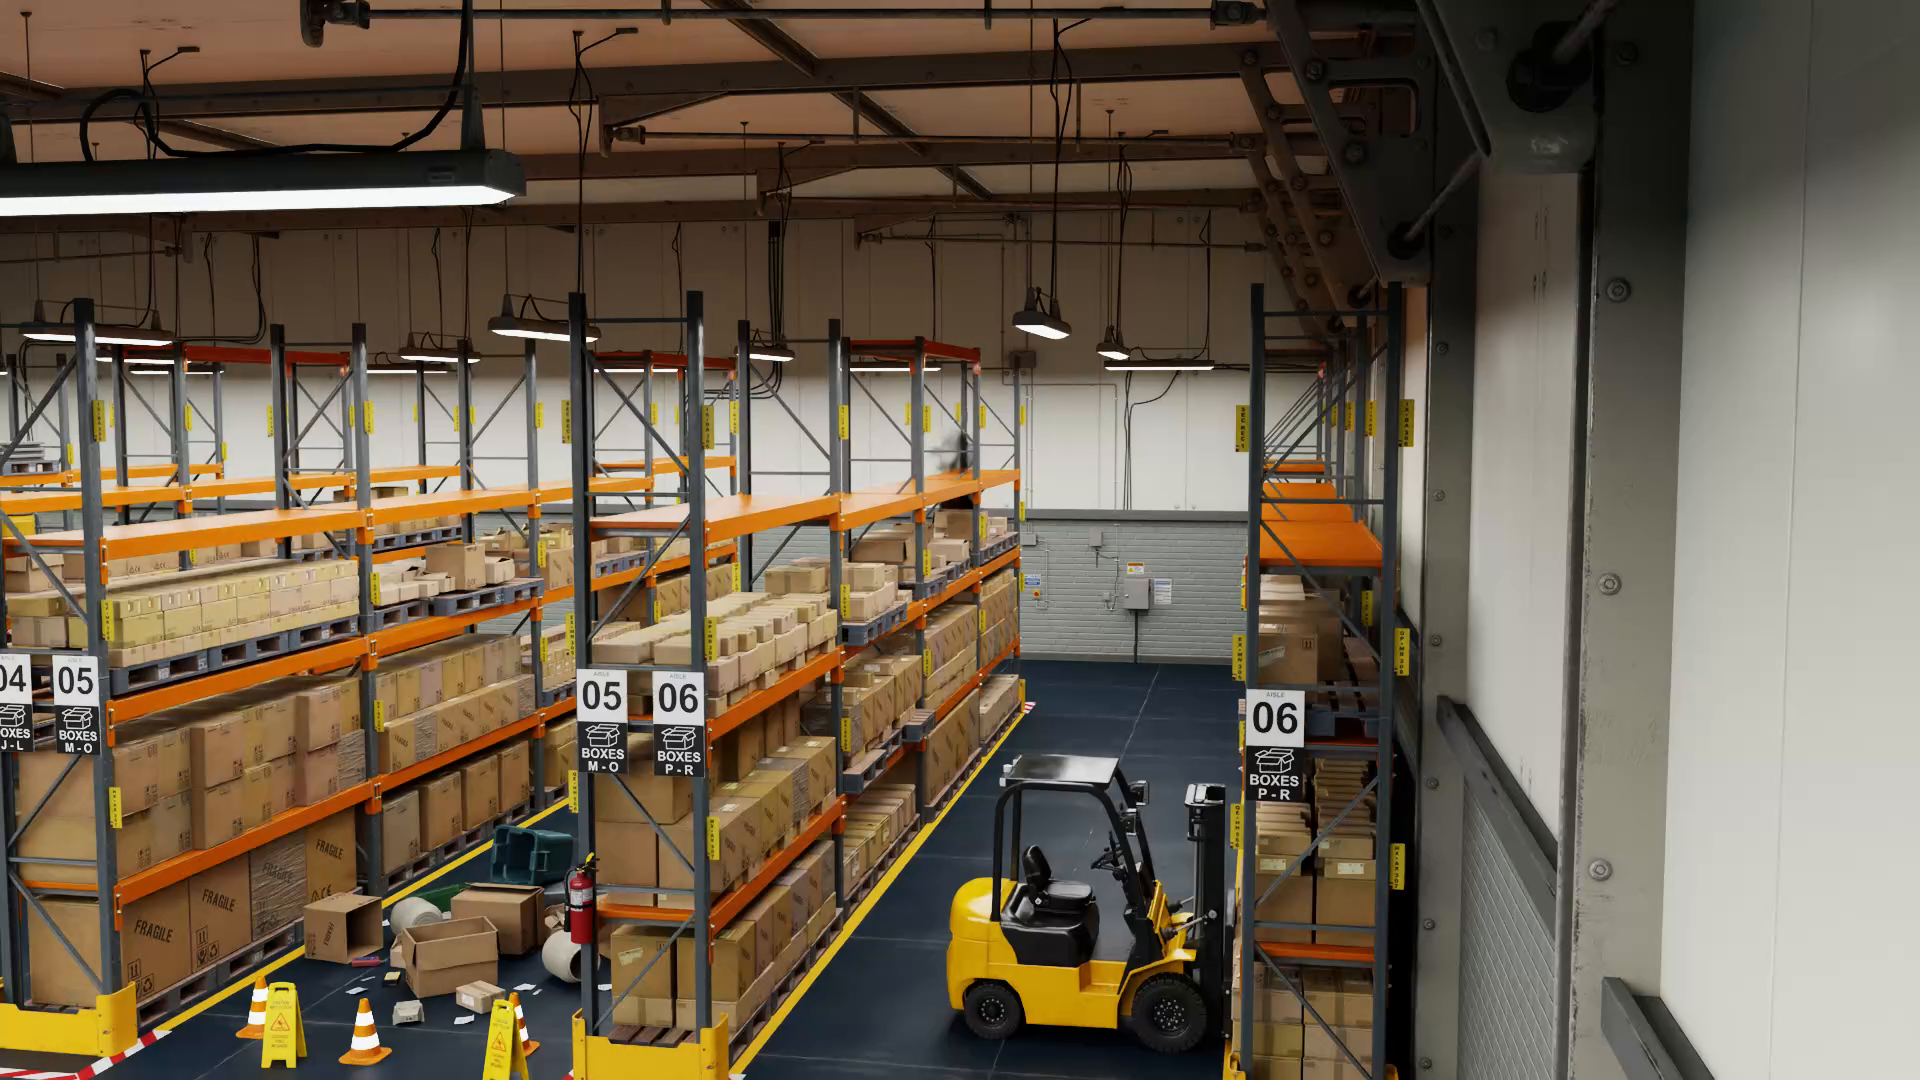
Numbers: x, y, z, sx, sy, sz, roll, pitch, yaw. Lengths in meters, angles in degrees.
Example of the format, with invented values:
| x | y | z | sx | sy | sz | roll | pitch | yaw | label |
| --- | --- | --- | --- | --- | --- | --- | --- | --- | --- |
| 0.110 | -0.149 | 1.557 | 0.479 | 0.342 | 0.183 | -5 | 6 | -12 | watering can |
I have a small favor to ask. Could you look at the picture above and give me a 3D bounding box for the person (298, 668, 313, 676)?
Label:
| x | y | z | sx | sy | sz | roll | pitch | yaw | label |
| --- | --- | --- | --- | --- | --- | --- | --- | --- | --- |
| -8.821 | 2.537 | 22.523 | 0.588 | 1.701 | 0.675 | 1 | 5 | 12 | person |
